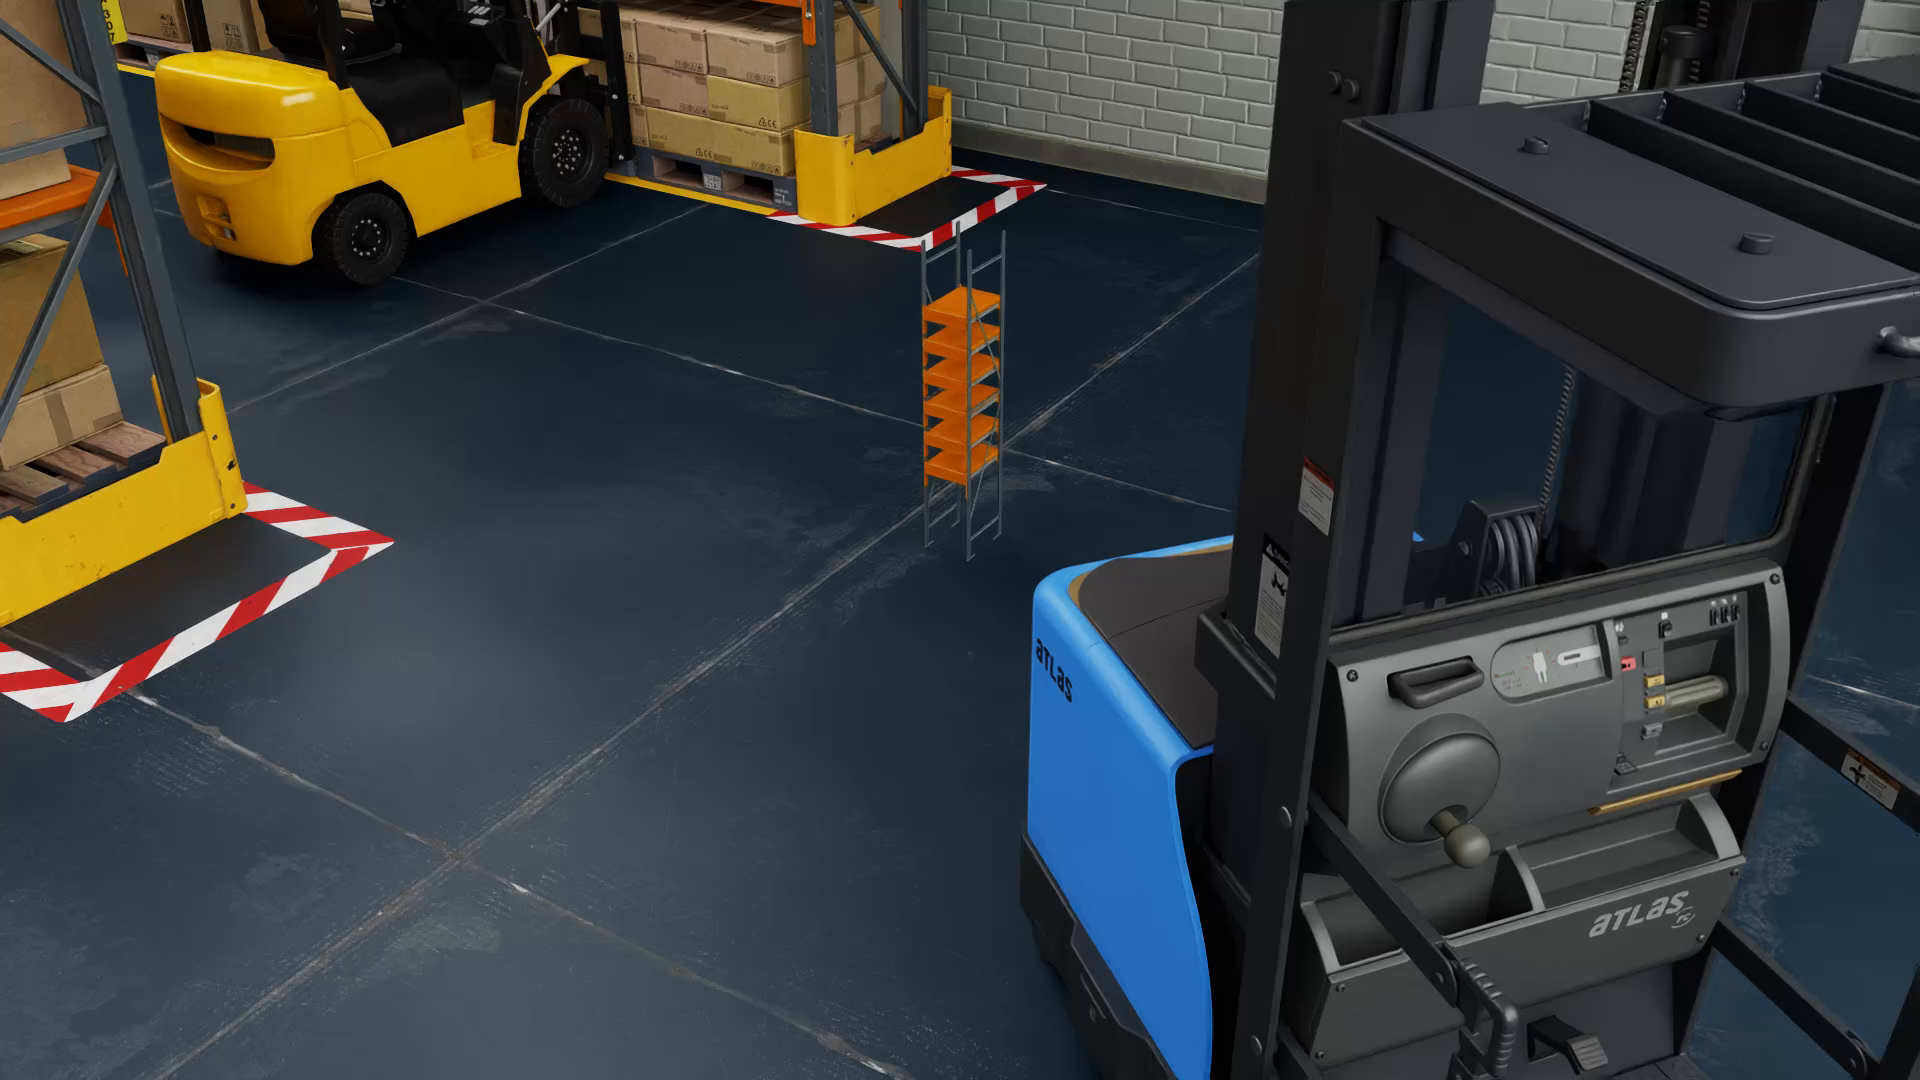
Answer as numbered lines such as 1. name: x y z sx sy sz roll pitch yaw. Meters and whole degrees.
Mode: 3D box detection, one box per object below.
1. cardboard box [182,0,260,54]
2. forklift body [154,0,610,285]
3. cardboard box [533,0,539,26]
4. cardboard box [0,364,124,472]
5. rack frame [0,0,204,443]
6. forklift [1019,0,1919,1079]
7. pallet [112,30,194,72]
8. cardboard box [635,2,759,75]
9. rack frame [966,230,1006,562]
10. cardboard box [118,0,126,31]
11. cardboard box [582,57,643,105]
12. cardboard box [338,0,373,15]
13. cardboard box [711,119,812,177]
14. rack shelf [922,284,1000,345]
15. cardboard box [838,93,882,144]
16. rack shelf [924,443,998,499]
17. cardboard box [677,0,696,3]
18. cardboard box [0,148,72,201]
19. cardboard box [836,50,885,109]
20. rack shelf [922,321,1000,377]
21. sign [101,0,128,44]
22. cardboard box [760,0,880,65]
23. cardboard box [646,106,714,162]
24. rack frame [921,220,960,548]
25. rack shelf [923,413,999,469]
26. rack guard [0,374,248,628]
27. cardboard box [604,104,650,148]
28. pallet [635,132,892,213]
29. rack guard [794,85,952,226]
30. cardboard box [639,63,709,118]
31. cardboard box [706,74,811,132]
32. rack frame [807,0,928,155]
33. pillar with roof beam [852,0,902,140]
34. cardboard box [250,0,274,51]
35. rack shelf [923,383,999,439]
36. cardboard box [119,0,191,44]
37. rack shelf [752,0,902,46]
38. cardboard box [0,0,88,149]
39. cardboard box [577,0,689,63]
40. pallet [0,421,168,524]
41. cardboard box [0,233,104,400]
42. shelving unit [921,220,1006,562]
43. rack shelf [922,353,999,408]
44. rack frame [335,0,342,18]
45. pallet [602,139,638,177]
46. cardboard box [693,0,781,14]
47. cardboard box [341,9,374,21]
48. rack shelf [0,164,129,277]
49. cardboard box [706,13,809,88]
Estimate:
1. cardboard box: -4.992 -3.900 11.898 0.625 0.625 0.875 17 34 27
2. forklift body: -3.079 -2.689 8.725 1.214 2.155 2.313 18 35 27
3. cardboard box: -2.352 -3.147 9.987 0.500 0.250 0.500 17 34 26
4. cardboard box: -3.675 -0.535 6.502 0.500 0.250 0.500 17 34 27
5. rack frame: -3.138 -1.207 5.342 0.127 3.000 1.000 18 35 27
6. forklift: 1.145 0.350 2.741 1.130 2.935 3.031 -11 32 -17
7. pallet: -5.573 -3.701 12.384 1.213 0.211 1.003 18 35 27
8. cardboard box: -1.494 -2.877 9.524 0.500 0.250 0.500 18 35 28
9. rack frame: 0.090 -0.490 5.899 0.006 1.200 0.240 18 35 27
10. cardboard box: -6.200 -4.281 12.551 0.625 0.625 0.875 19 35 29
11. cardboard box: -1.949 -2.801 9.891 0.500 0.250 0.500 17 34 26
12. cardboard box: -3.648 -3.560 10.696 0.500 0.250 0.500 17 34 27
13. cardboard box: -1.069 -2.311 9.547 0.500 0.250 0.500 18 35 28
14. rack shelf: 0.012 -0.787 5.782 0.180 0.103 0.258 18 35 27
15. cardboard box: -0.815 -2.535 9.931 0.500 0.250 0.500 18 35 28
16. rack shelf: 0.012 -0.269 6.084 0.180 0.103 0.258 18 35 27
17. cardboard box: -1.652 -3.233 10.134 0.500 0.250 0.500 17 34 27
18. cardboard box: -3.316 -1.278 5.713 0.250 0.149 0.380 18 35 28
19. cardboard box: -0.790 -2.751 9.804 0.500 0.250 0.500 18 35 28
20. rack shelf: 0.012 -0.683 5.842 0.180 0.103 0.258 18 35 27
21. sign: -2.850 -1.813 5.521 0.005 0.325 0.100 18 35 27
22. cardboard box: -0.809 -2.962 9.670 0.500 0.250 0.500 17 34 27
23. cardboard box: -1.485 -2.449 9.782 0.500 0.250 0.500 18 35 27
24. rack frame: -0.065 -0.539 5.983 0.006 1.200 0.240 18 35 27
25. rack shelf: 0.012 -0.372 6.024 0.180 0.103 0.258 18 35 27
26. rack guard: -3.203 -0.148 6.007 0.348 0.500 1.175 18 35 27
27. cardboard box: -1.904 -2.586 10.019 0.500 0.250 0.500 18 35 28
28. pallet: -1.173 -2.309 9.999 1.213 0.211 1.003 18 35 27
29. rack guard: -0.482 -2.240 9.594 0.348 0.500 1.175 18 35 27
30. cardboard box: -1.500 -2.672 9.669 0.500 0.250 0.500 17 34 27
31. cardboard box: -1.081 -2.533 9.431 0.500 0.250 0.500 17 34 27
32. rack frame: -0.503 -3.327 8.975 0.127 3.000 1.000 18 35 27
33. pillar with roof beam: -2.902 -4.652 5.293 0.400 9.000 9.100 18 35 27
34. cardboard box: -4.338 -3.689 11.536 0.625 0.625 0.875 19 35 29
35. rack shelf: 0.012 -0.476 5.963 0.180 0.103 0.258 18 35 27
36. cardboard box: -5.629 -4.100 12.242 0.625 0.625 0.875 16 34 25
37. rack shelf: -2.197 -3.552 10.075 4.000 0.370 1.077 18 35 27
38. cardboard box: -3.392 -1.624 5.663 0.500 0.500 0.500 17 34 27
39. cardboard box: -1.927 -3.008 9.748 0.500 0.250 0.500 18 35 28
40. pallet: -3.872 -0.256 6.479 1.213 0.211 1.003 18 35 27
41. cardboard box: -3.695 -0.865 6.324 0.500 0.500 0.500 16 34 26
42. shelving unit: 0.012 -0.514 5.941 0.189 1.200 0.258 18 35 27
43. rack shelf: 0.012 -0.580 5.903 0.180 0.103 0.258 18 35 27
44. rack frame: -3.891 -4.398 10.812 0.127 3.000 1.000 18 35 27
45. pallet: -2.202 -2.636 10.559 1.213 0.211 1.003 18 35 27
46. cardboard box: -1.234 -3.094 9.896 0.500 0.250 0.500 18 35 27
47. cardboard box: -3.645 -3.346 10.825 0.500 0.250 0.500 17 34 27
48. rack shelf: -4.832 -1.432 6.442 4.000 0.370 1.077 18 35 27
49. cardboard box: -1.058 -2.742 9.294 0.500 0.250 0.500 19 35 29
